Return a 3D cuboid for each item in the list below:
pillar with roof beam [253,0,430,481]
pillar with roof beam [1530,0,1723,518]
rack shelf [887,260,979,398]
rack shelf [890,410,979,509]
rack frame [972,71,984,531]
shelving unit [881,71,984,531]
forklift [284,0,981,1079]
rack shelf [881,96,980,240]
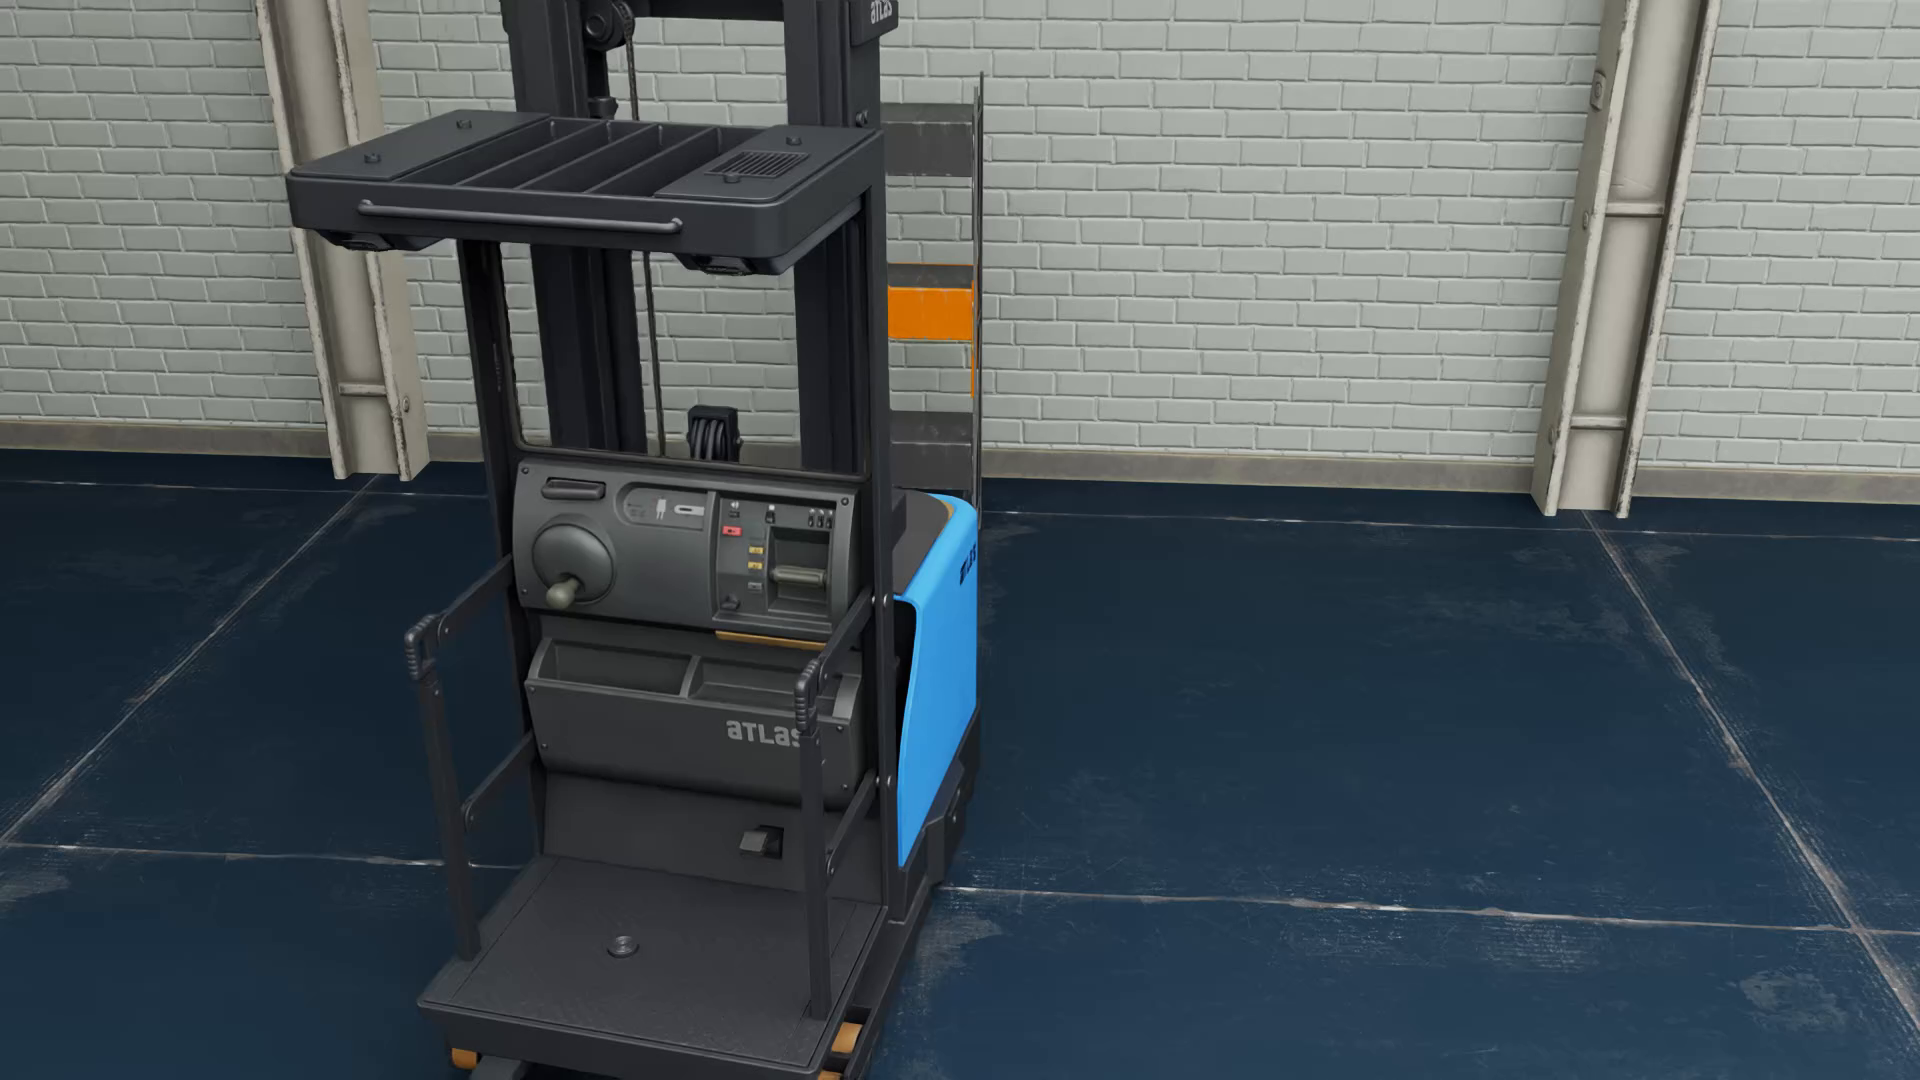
[{"bbox_3d":[-3.291,-2.662,2.769,0.400,9.000,9.100,2,25,4],"label":"pillar with roof beam"},{"bbox_3d":[2.691,-2.470,2.352,0.400,9.000,9.100,2,25,4],"label":"pillar with roof beam"},{"bbox_3d":[-0.165,-0.947,7.328,0.480,0.518,0.431,2,25,4],"label":"rack shelf"},{"bbox_3d":[-0.165,-0.311,7.621,0.480,0.518,0.431,2,25,4],"label":"rack shelf"},{"bbox_3d":[0.078,-0.951,7.306,0.015,2.100,0.400,2,25,4],"label":"rack frame"},{"bbox_3d":[-0.165,-0.959,7.323,0.503,2.100,0.431,2,25,4],"label":"shelving unit"},{"bbox_3d":[-0.773,0.051,4.132,1.130,2.935,3.031,6,25,12],"label":"forklift"},{"bbox_3d":[-0.165,-1.583,7.036,0.480,0.518,0.431,2,25,4],"label":"rack shelf"}]
